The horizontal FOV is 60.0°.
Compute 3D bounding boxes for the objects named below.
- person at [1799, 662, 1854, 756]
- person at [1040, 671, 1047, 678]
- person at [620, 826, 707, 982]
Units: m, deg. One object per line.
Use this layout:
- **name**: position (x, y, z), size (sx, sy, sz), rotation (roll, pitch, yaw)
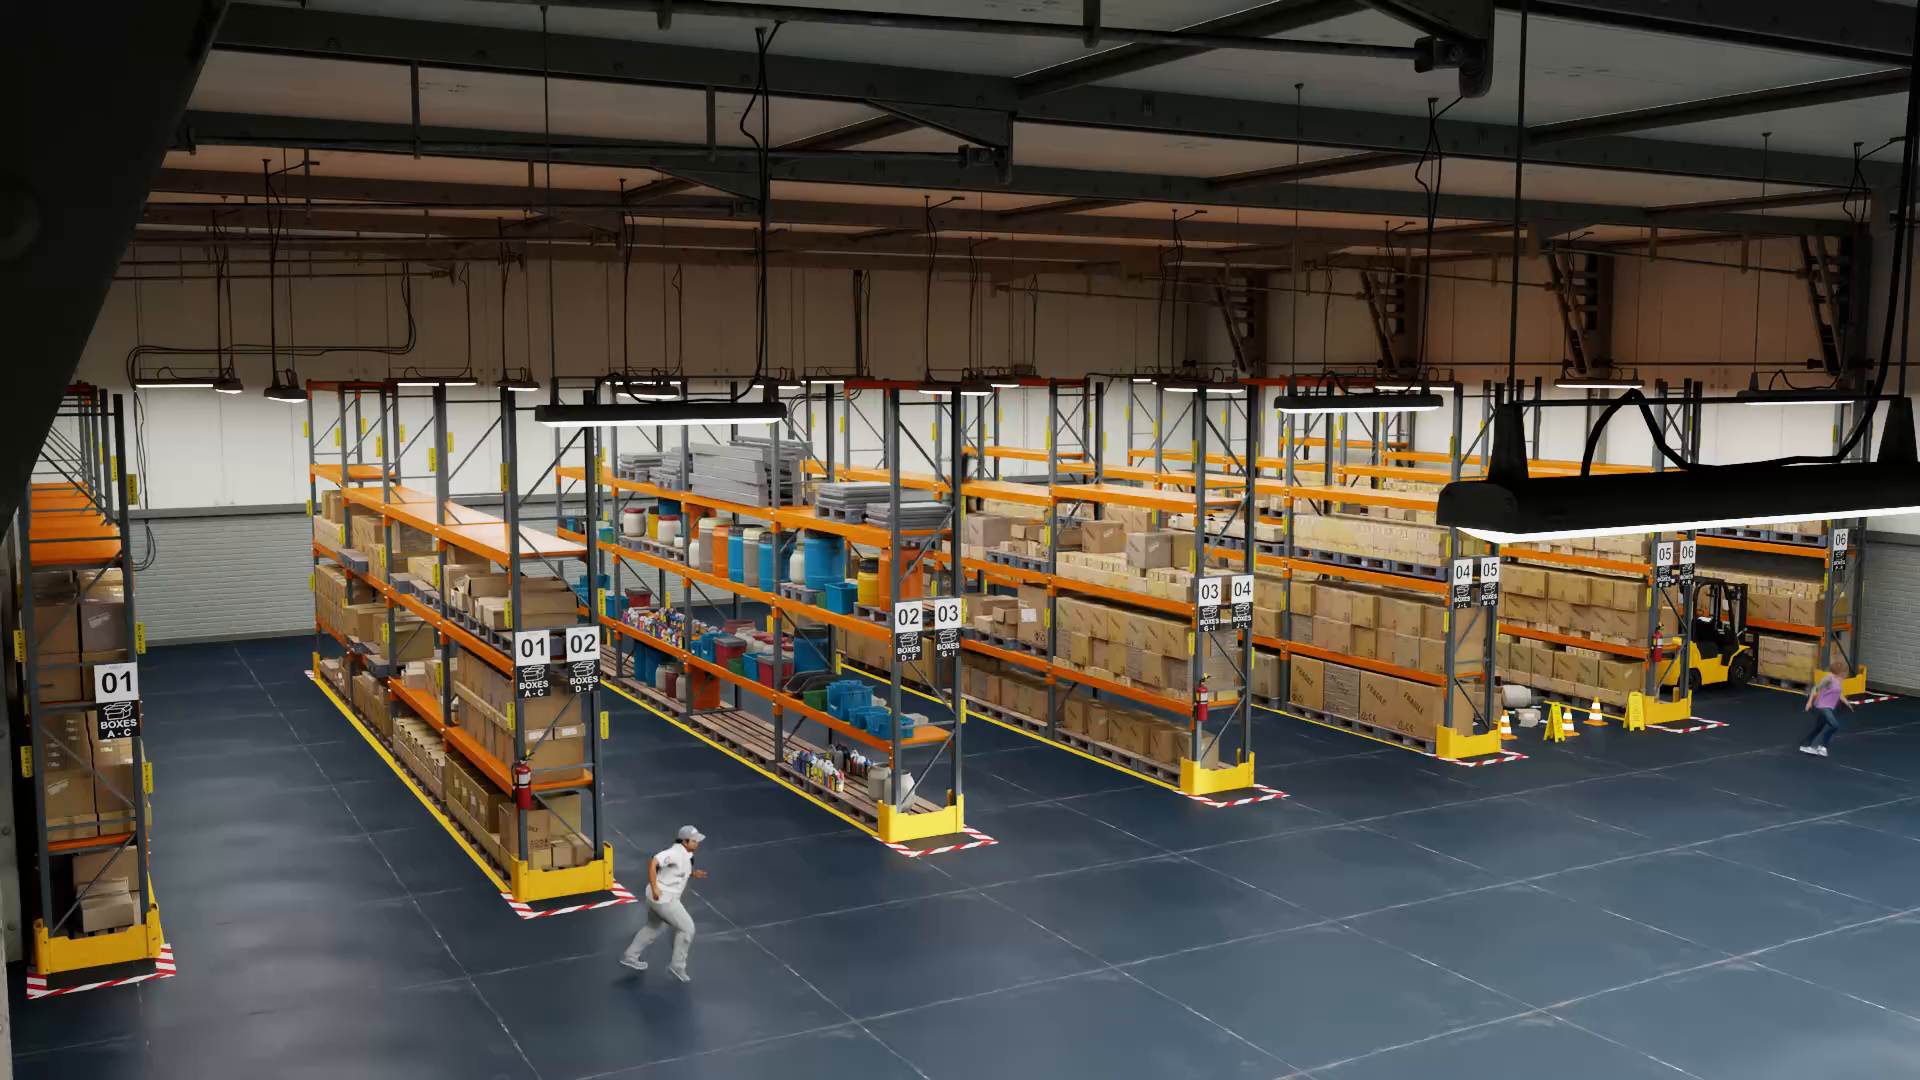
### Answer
- **person**: position (13.963, 2.706, 26.802), size (0.502, 1.535, 0.737), rotation (-5, 8, -39)
- **person**: position (1.725, 2.031, 32.211), size (0.670, 1.753, 0.690), rotation (-4, 7, -33)
- **person**: position (-3.057, 3.752, 17.112), size (0.909, 1.658, 0.641), rotation (0, 6, -1)
